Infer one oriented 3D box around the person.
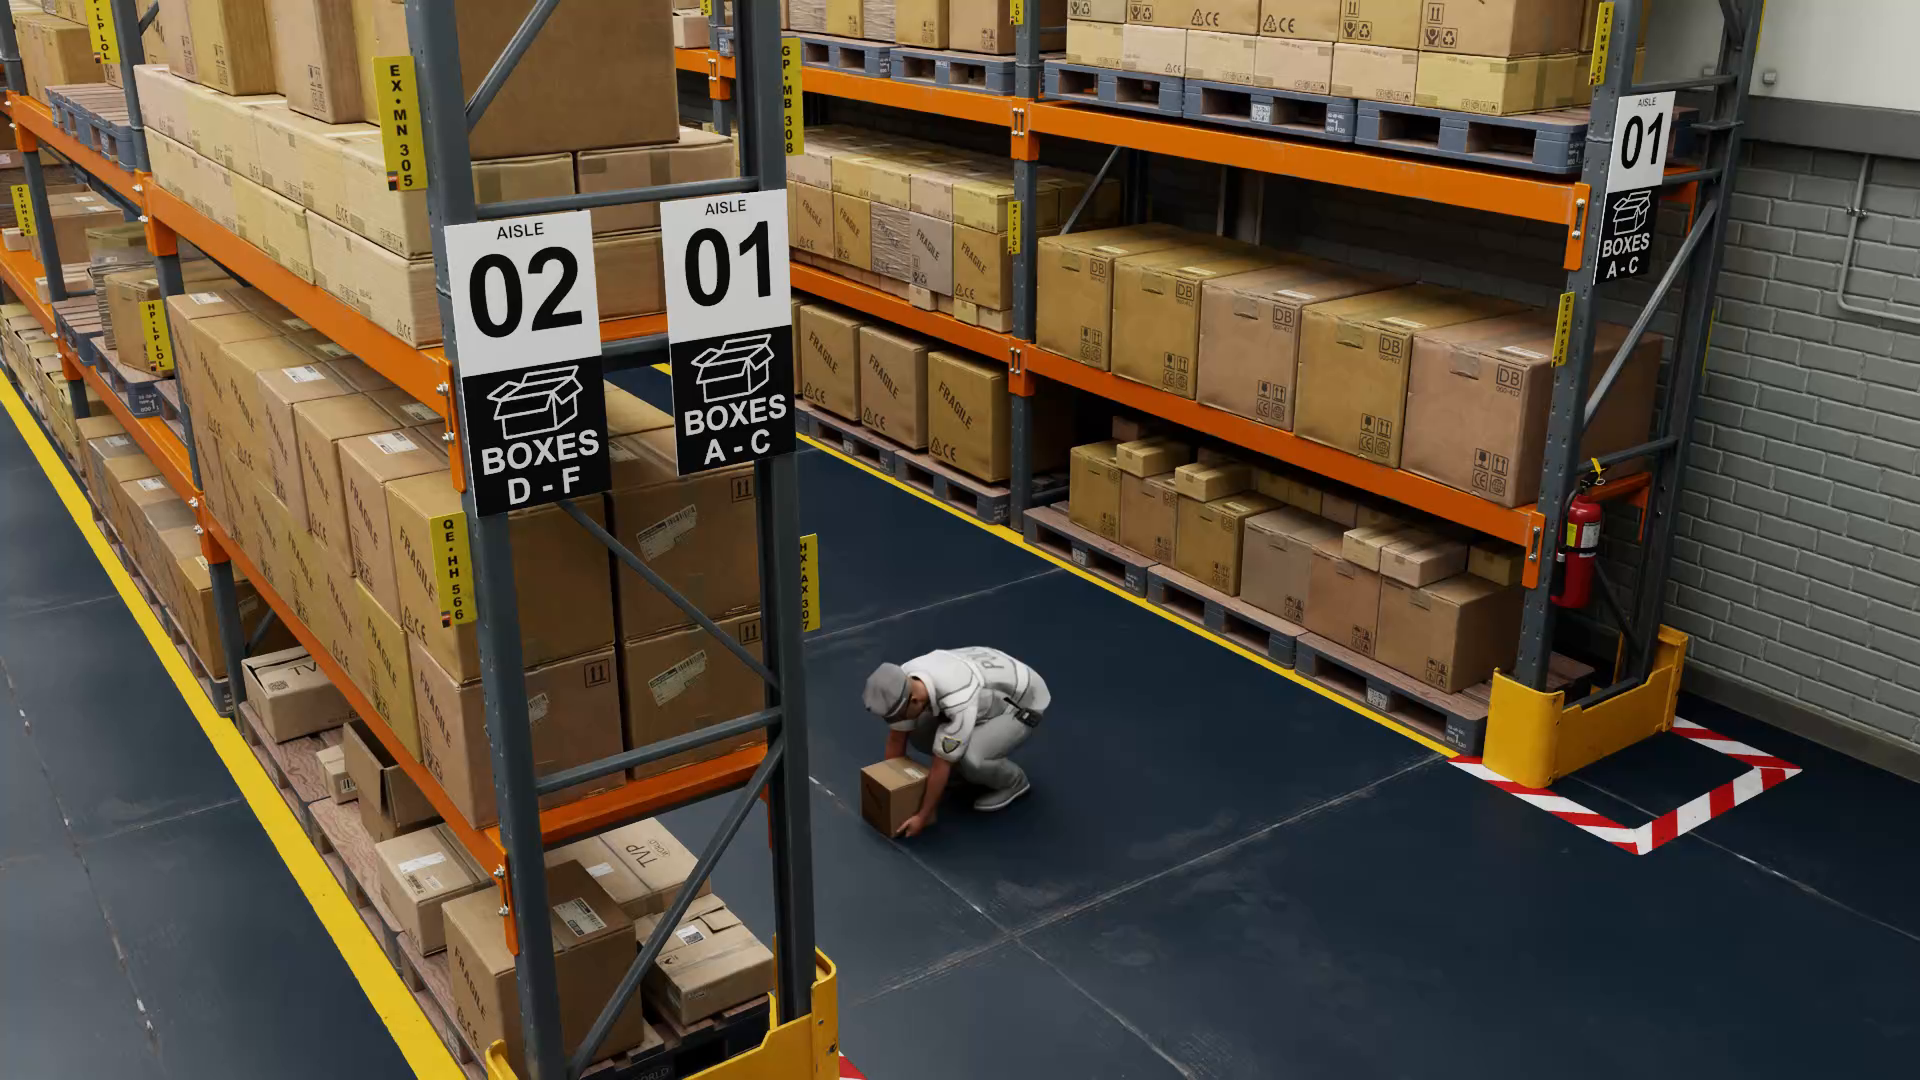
[{"bbox_3d":[-0.034,0.882,7.700,0.994,0.894,0.540,-15,26,-34],"label":"person"}]
